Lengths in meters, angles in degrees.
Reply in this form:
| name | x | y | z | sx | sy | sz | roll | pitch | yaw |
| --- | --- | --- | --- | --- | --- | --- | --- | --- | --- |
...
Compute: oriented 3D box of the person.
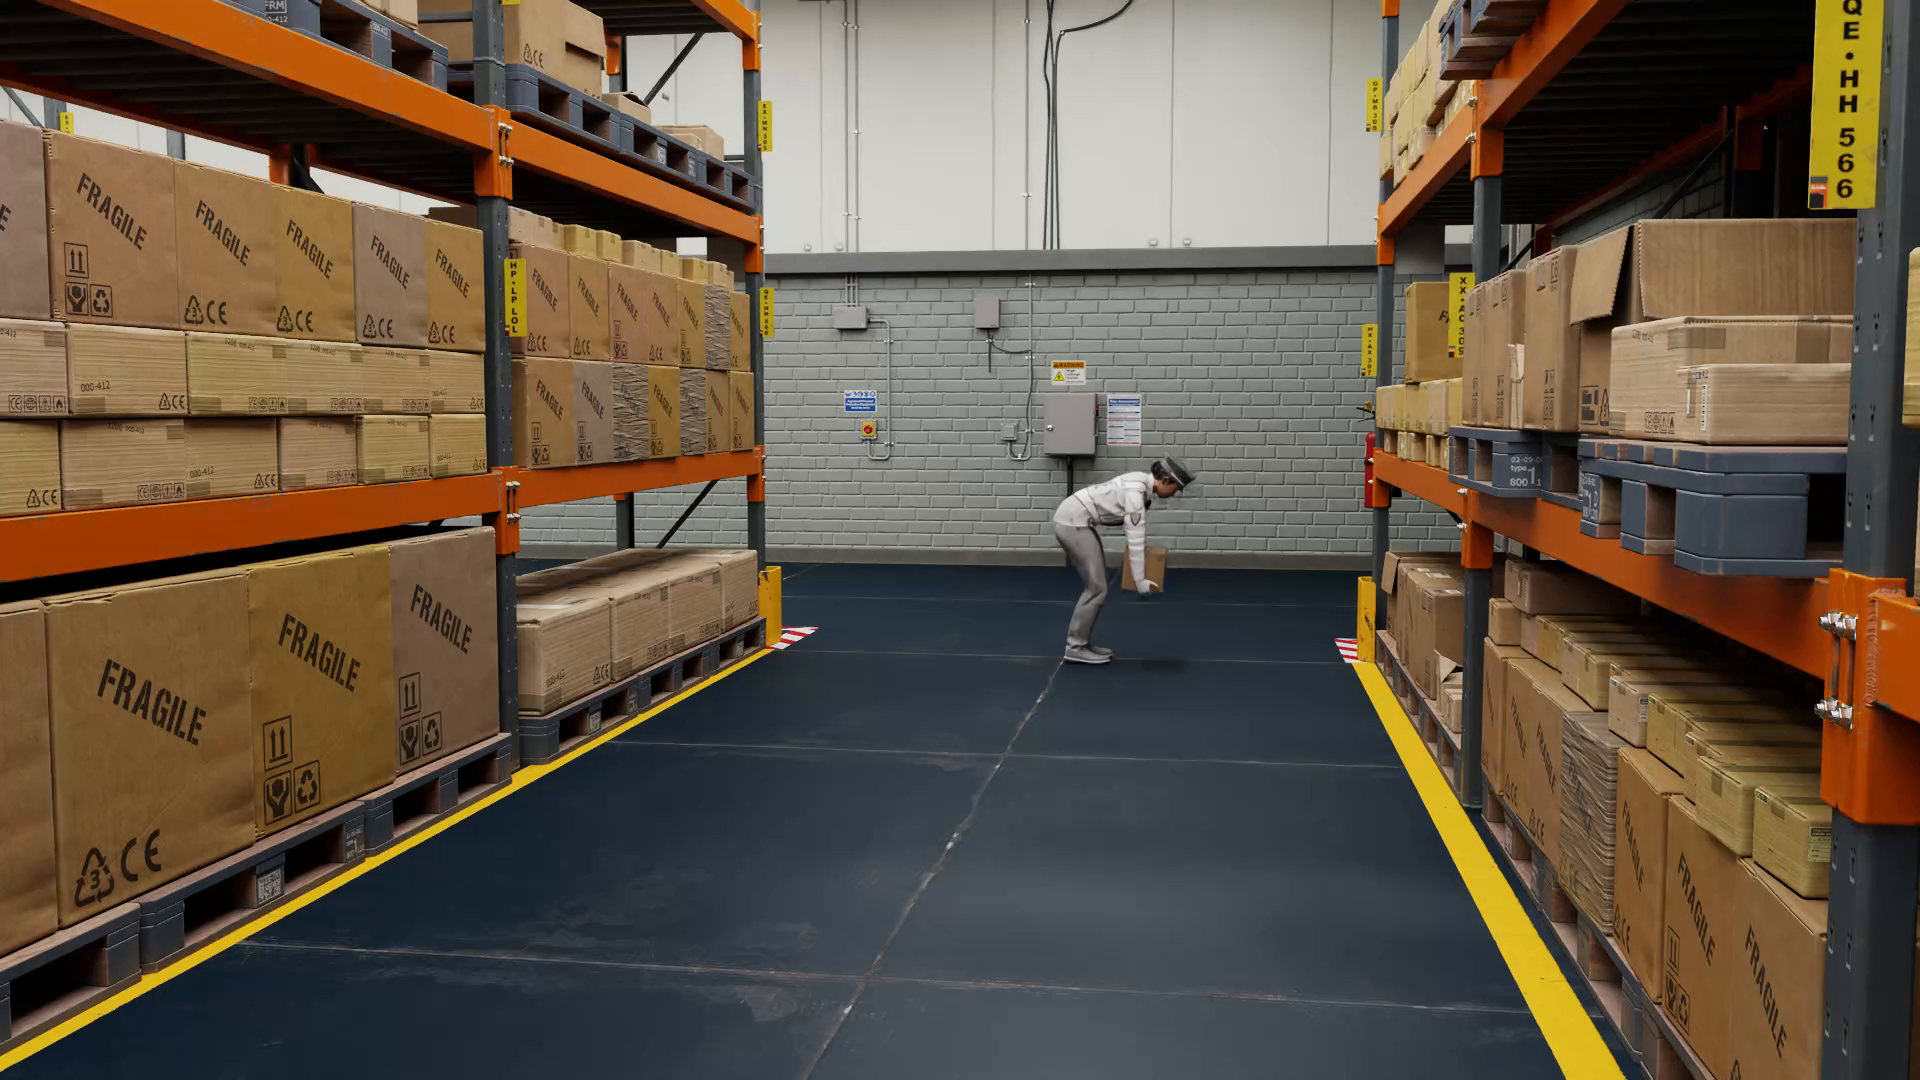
| name | x | y | z | sx | sy | sz | roll | pitch | yaw |
| --- | --- | --- | --- | --- | --- | --- | --- | --- | --- |
| person | 1.017 | 0.109 | 10.322 | 0.887 | 1.306 | 0.406 | 1 | 5 | 7 |
